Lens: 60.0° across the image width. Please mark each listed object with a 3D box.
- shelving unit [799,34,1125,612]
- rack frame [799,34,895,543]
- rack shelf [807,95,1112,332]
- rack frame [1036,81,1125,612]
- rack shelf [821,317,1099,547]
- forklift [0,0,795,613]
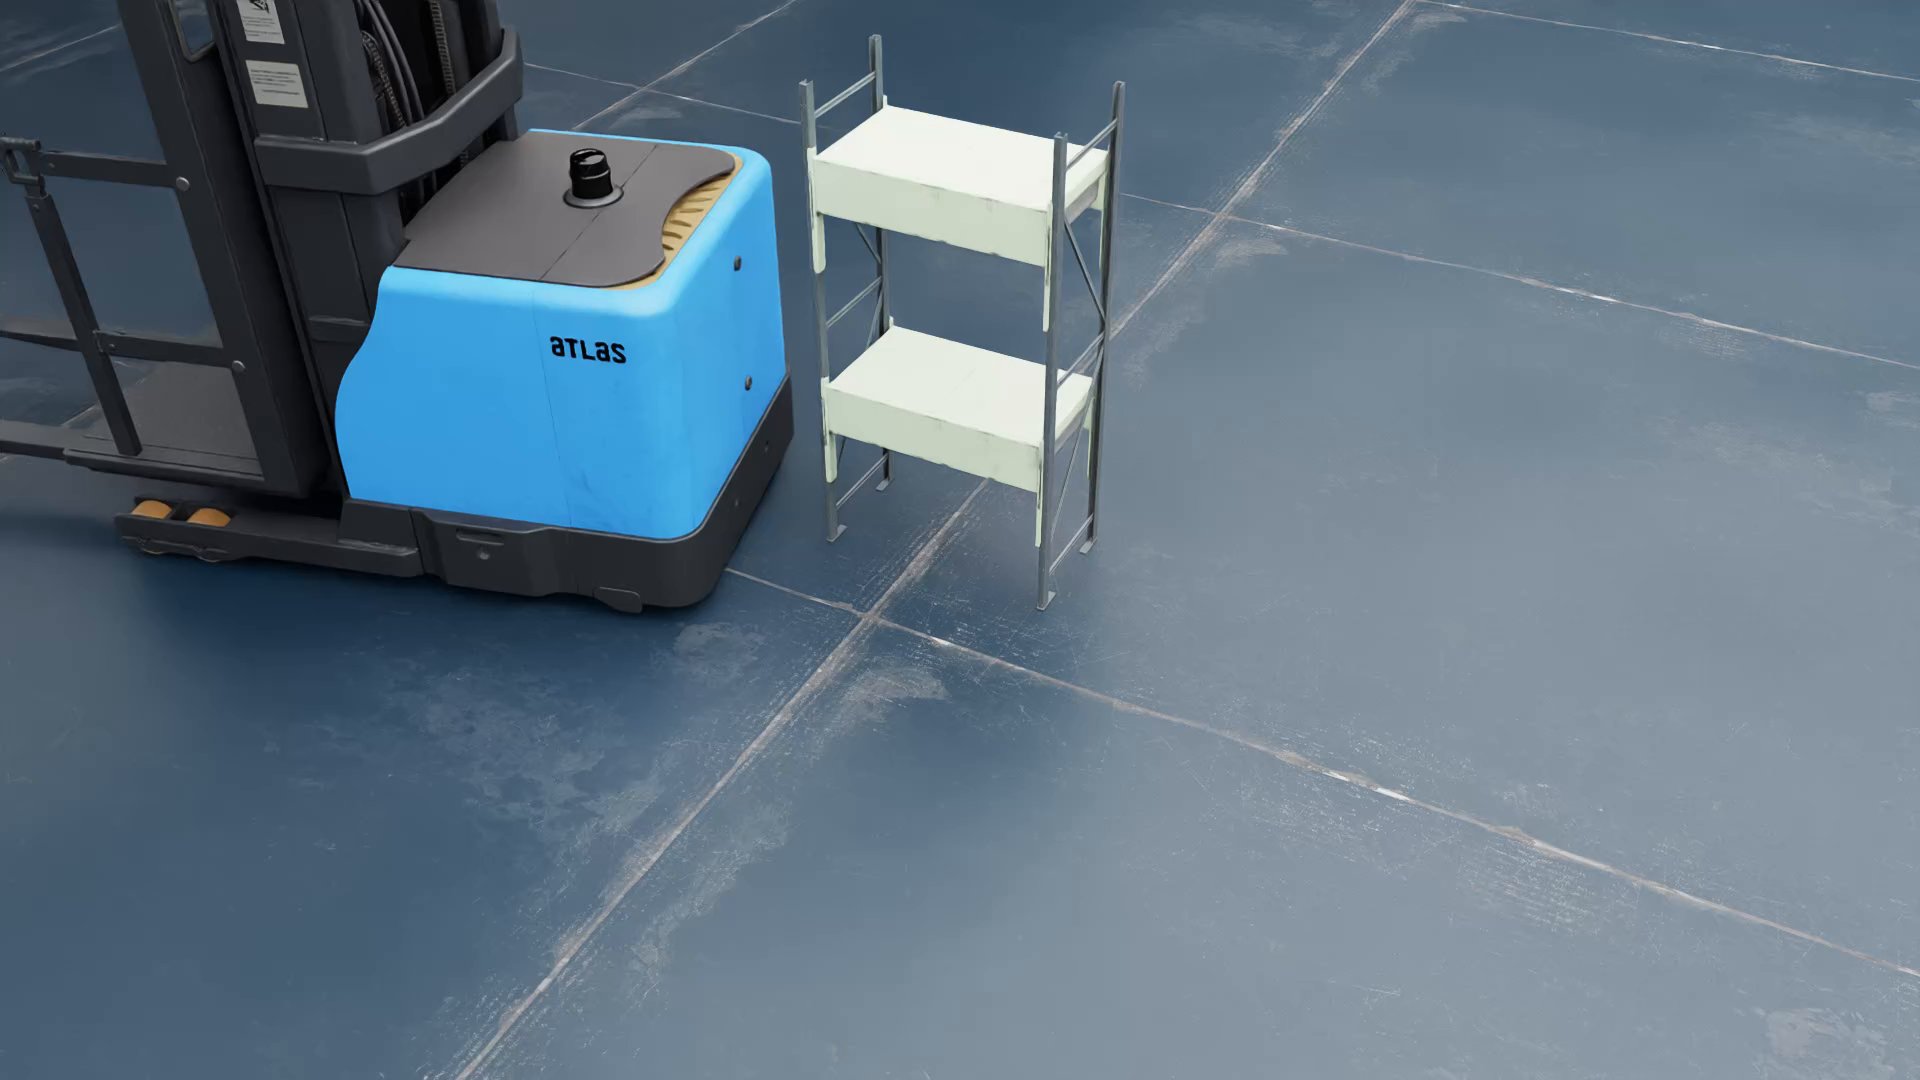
[{"bbox_3d":[0.006,-0.596,4.794,0.755,1.500,0.431,17,41,21],"label":"shelving unit"},{"bbox_3d":[-0.319,-0.697,4.928,0.023,1.500,0.400,17,41,21],"label":"rack frame"},{"bbox_3d":[0.006,-0.906,4.558,0.720,0.370,0.431,17,41,21],"label":"rack shelf"},{"bbox_3d":[0.331,-0.494,4.660,0.023,1.500,0.400,17,41,21],"label":"rack frame"},{"bbox_3d":[0.006,-0.336,4.991,0.720,0.370,0.431,17,41,21],"label":"rack shelf"},{"bbox_3d":[-2.129,-1.402,4.673,3.031,2.935,1.130,7,38,10],"label":"forklift"}]
